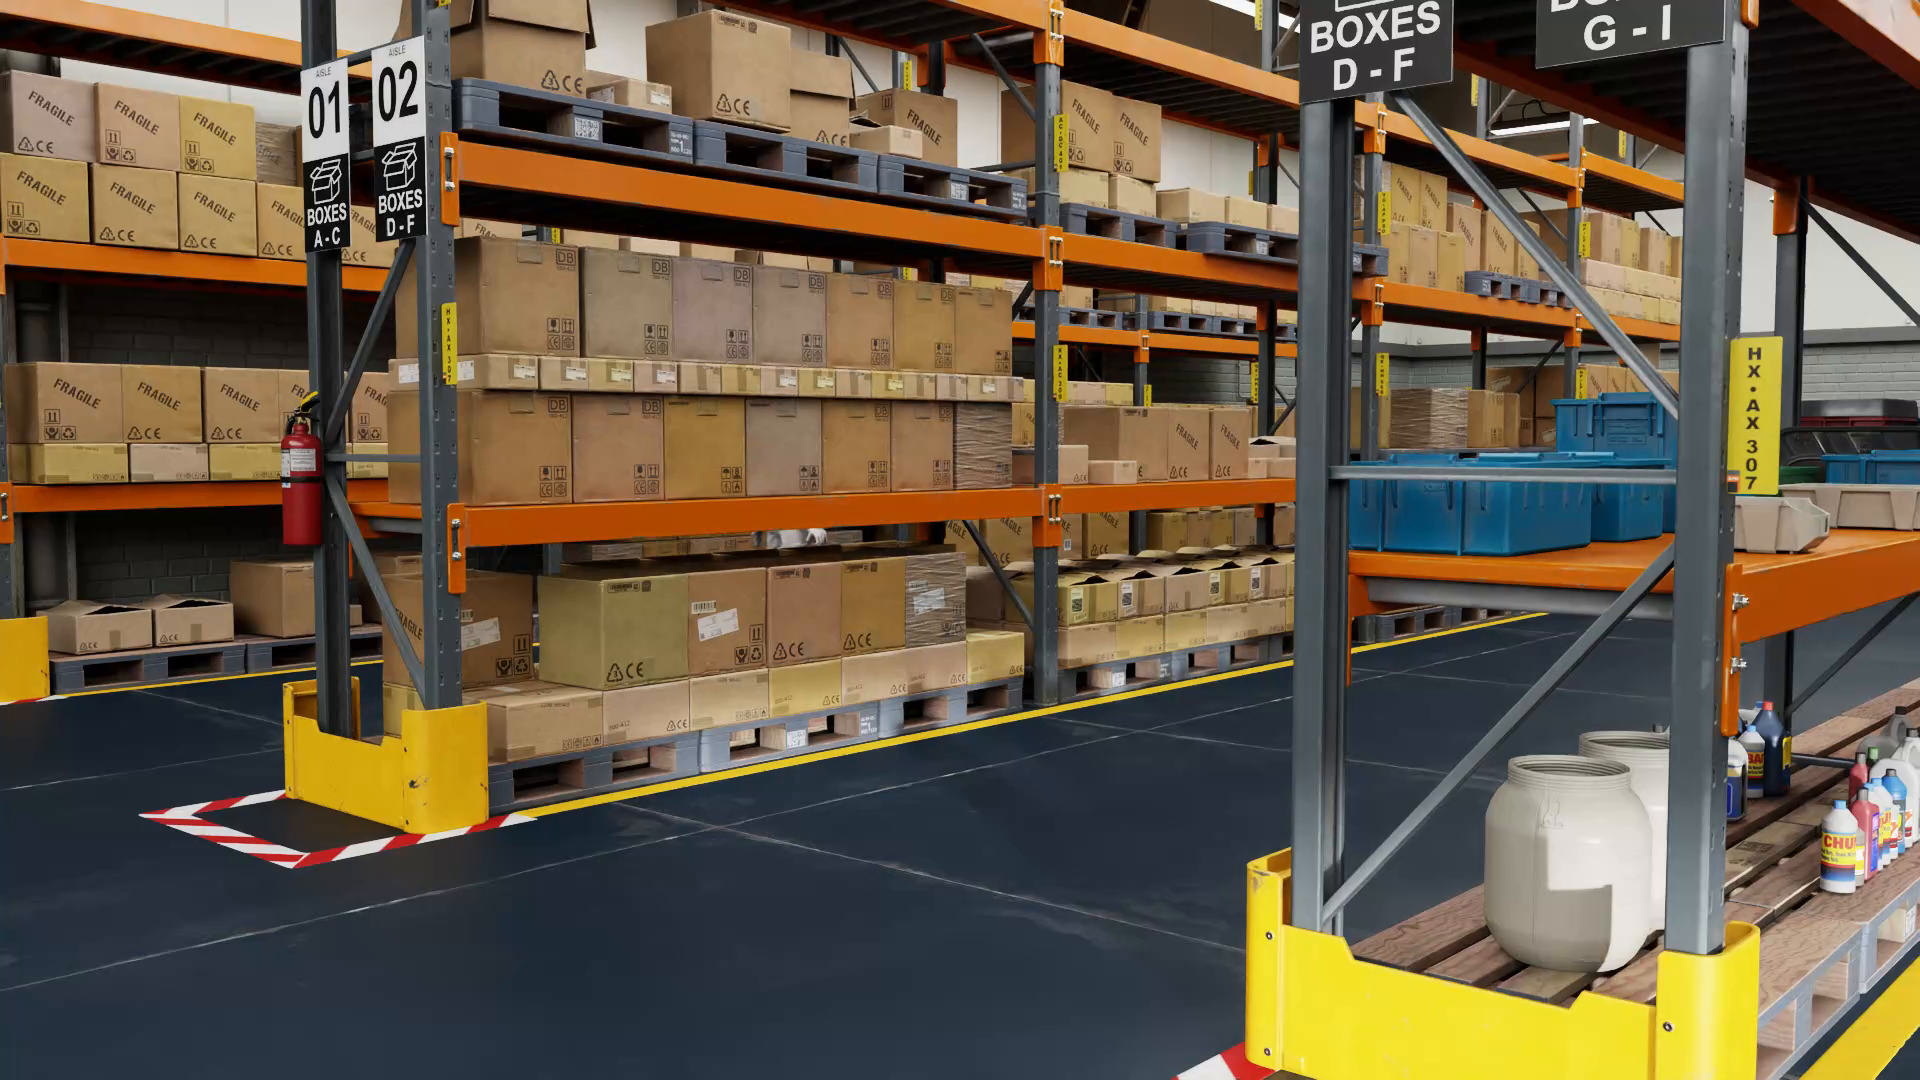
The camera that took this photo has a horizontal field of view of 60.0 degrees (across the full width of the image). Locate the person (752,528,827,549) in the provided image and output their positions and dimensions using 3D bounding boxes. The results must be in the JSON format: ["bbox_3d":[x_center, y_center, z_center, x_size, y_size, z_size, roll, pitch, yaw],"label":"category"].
[{"bbox_3d":[-1.319,-0.067,12.487,0.397,1.819,0.681,-3,4,-38],"label":"person"}]
